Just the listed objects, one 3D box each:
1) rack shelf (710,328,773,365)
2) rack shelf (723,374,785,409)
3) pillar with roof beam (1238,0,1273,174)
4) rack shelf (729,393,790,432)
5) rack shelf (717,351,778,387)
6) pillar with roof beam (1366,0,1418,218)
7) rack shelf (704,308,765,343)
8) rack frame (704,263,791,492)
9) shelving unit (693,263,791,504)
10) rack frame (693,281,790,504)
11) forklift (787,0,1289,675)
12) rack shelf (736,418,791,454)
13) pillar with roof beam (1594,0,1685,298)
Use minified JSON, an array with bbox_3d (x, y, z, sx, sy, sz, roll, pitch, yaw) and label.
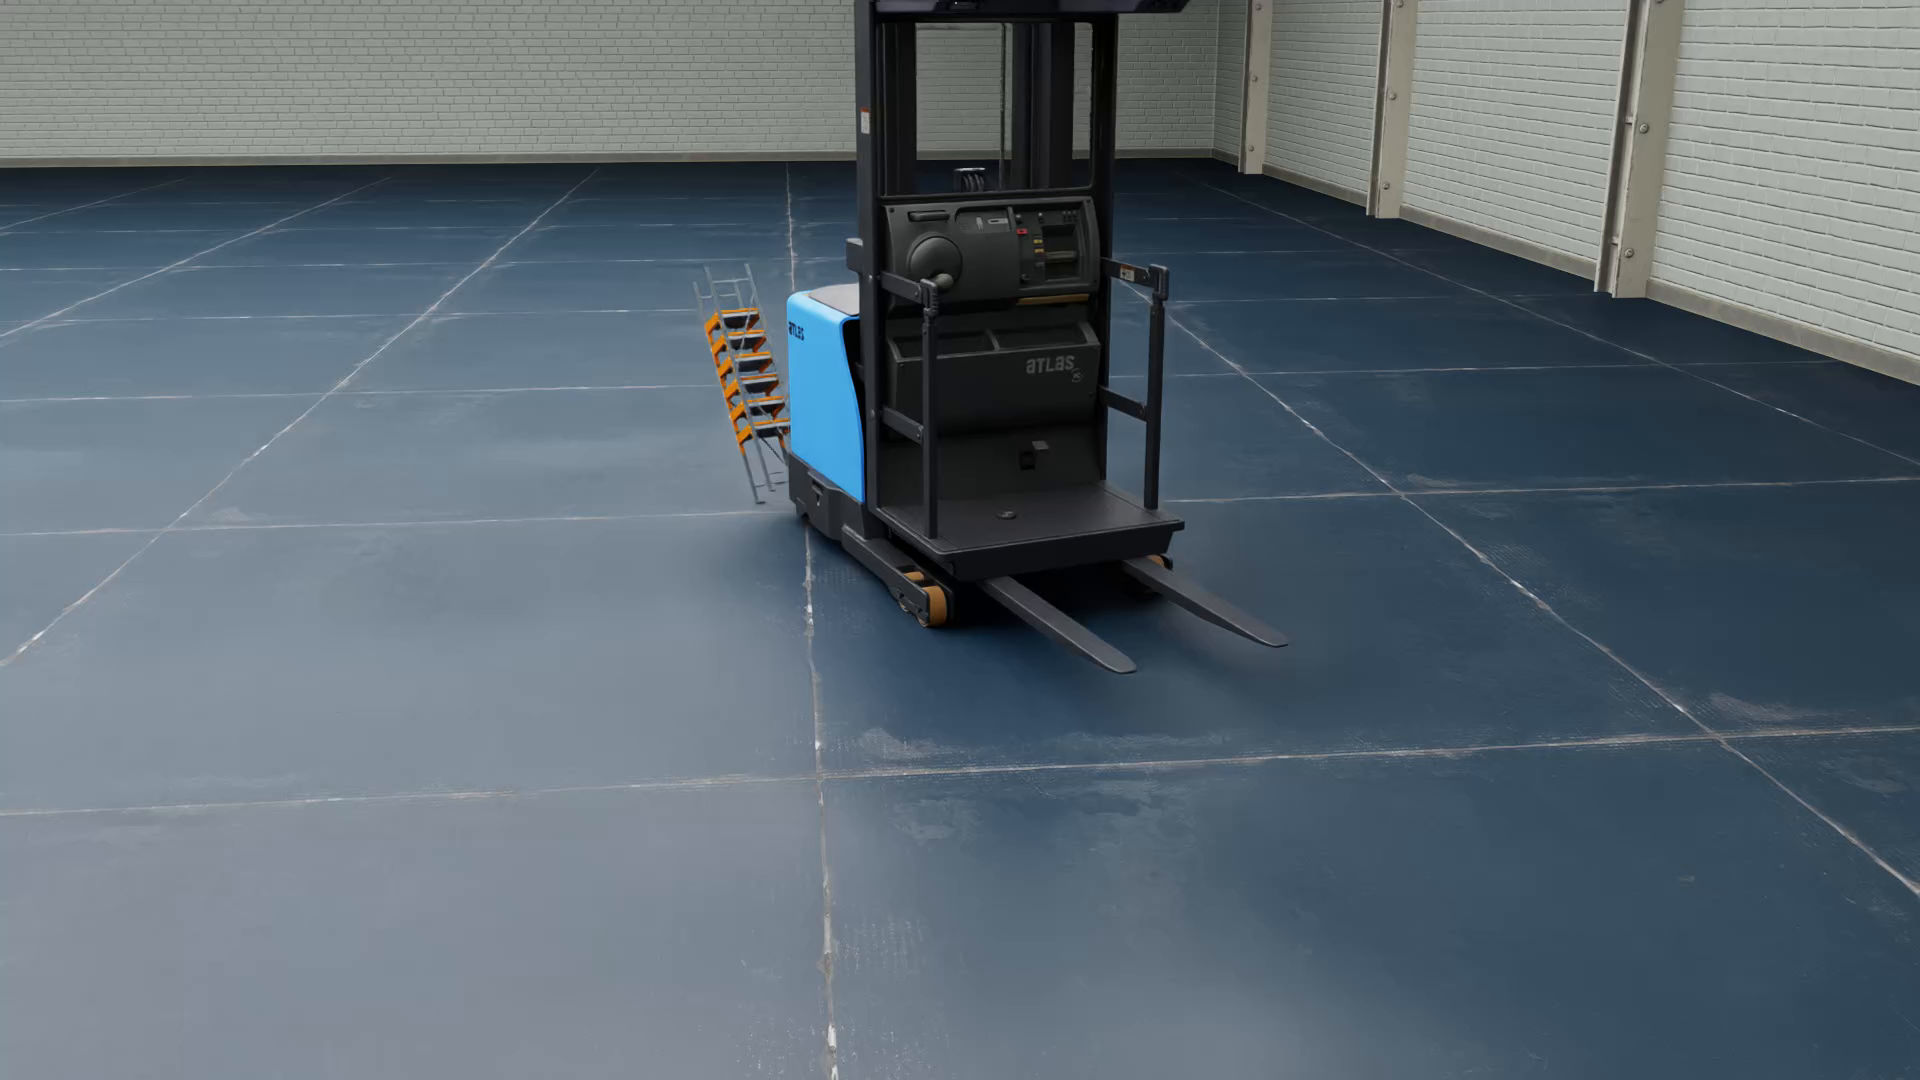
[{"bbox_3d":[-1.100,-0.975,8.368,0.258,0.103,0.180,-11,-12,-31],"label":"rack shelf"},{"bbox_3d":[-1.030,-0.749,8.325,0.258,0.103,0.180,-11,-12,-31],"label":"rack shelf"},{"bbox_3d":[0.252,-9.885,24.139,9.100,9.000,0.400,-2,18,-6],"label":"pillar with roof beam"},{"bbox_3d":[-0.995,-0.636,8.303,0.258,0.103,0.180,-11,-12,-31],"label":"rack shelf"},{"bbox_3d":[-1.065,-0.862,8.346,0.258,0.103,0.180,-11,-12,-31],"label":"rack shelf"},{"bbox_3d":[0.870,-8.097,18.445,9.100,9.000,0.400,-2,18,-6],"label":"pillar with roof beam"},{"bbox_3d":[-1.135,-1.088,8.390,0.258,0.103,0.180,-11,-12,-31],"label":"rack shelf"},{"bbox_3d":[-1.001,-0.818,8.256,0.240,1.200,0.006,-11,-12,-31],"label":"rack frame"},{"bbox_3d":[-1.043,-0.791,8.333,0.258,1.200,0.189,-11,-12,-31],"label":"shelving unit"},{"bbox_3d":[-1.085,-0.763,8.410,0.240,1.200,0.006,-11,-12,-31],"label":"rack frame"},{"bbox_3d":[0.230,-1.199,6.601,1.130,2.935,3.031,-8,19,-23],"label":"forklift"},{"bbox_3d":[-0.960,-0.524,8.282,0.258,0.103,0.180,-11,-12,-31],"label":"rack shelf"},{"bbox_3d":[1.489,-6.310,12.751,9.100,9.000,0.400,-2,18,-6],"label":"pillar with roof beam"}]
